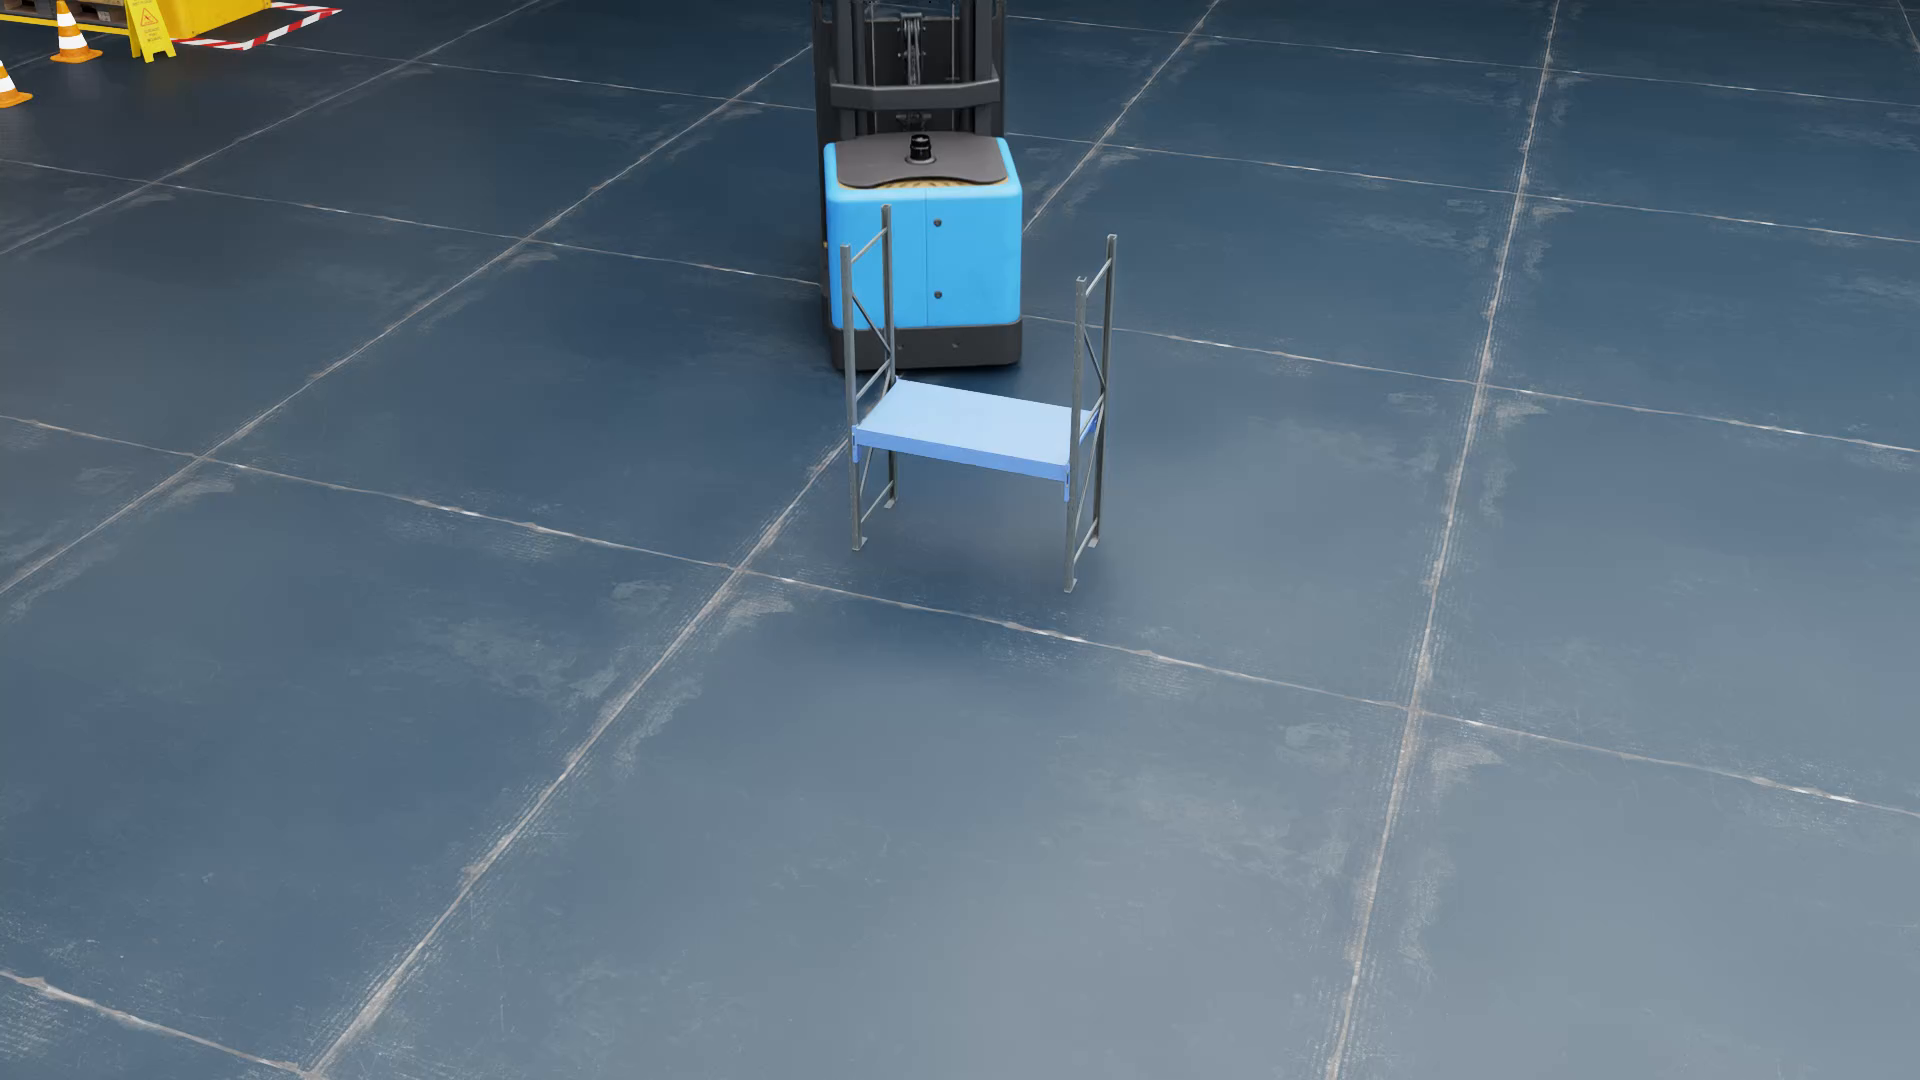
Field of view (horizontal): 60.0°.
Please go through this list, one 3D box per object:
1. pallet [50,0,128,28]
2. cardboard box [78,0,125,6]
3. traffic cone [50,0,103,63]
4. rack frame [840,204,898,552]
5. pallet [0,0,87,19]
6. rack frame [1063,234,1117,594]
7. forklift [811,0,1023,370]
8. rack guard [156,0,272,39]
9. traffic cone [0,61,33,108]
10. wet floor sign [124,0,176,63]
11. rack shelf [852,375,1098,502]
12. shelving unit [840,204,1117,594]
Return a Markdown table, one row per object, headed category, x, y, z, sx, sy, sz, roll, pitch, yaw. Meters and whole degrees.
| category | x | y | z | sx | sy | sz | roll | pitch | yaw |
| --- | --- | --- | --- | --- | --- | --- | --- | --- | --- |
| pallet | -7.471 | -4.948 | 15.218 | 1.213 | 0.211 | 1.003 | 11 | 34 | 16 |
| cardboard box | -7.521 | -4.975 | 14.837 | 0.500 | 0.250 | 0.500 | 11 | 34 | 16 |
| traffic cone | -7.486 | -4.293 | 13.972 | 0.334 | 0.463 | 0.336 | 11 | 34 | 16 |
| rack frame | -0.398 | -0.708 | 7.463 | 0.032 | 1.500 | 0.500 | 11 | 34 | 16 |
| pallet | -8.615 | -5.172 | 15.565 | 1.213 | 0.211 | 1.003 | 11 | 34 | 16 |
| rack frame | 0.559 | -0.521 | 7.175 | 0.032 | 1.500 | 0.500 | 11 | 34 | 16 |
| forklift | -0.309 | -2.930 | 9.586 | 1.130 | 2.935 | 3.031 | -3 | 33 | -4 |
| rack guard | -6.718 | -4.902 | 14.882 | 0.348 | 0.500 | 1.175 | 11 | 34 | 16 |
| traffic cone | -7.541 | -3.664 | 12.998 | 0.334 | 0.463 | 0.336 | 11 | 34 | 16 |
| wet floor sign | -6.828 | -4.368 | 13.921 | 0.232 | 0.644 | 0.267 | 24 | 40 | 32 |
| rack shelf | 0.080 | -0.463 | 7.417 | 1.000 | 0.185 | 0.538 | 11 | 34 | 16 |
| shelving unit | 0.080 | -0.614 | 7.319 | 1.048 | 1.500 | 0.538 | 11 | 34 | 16 |
